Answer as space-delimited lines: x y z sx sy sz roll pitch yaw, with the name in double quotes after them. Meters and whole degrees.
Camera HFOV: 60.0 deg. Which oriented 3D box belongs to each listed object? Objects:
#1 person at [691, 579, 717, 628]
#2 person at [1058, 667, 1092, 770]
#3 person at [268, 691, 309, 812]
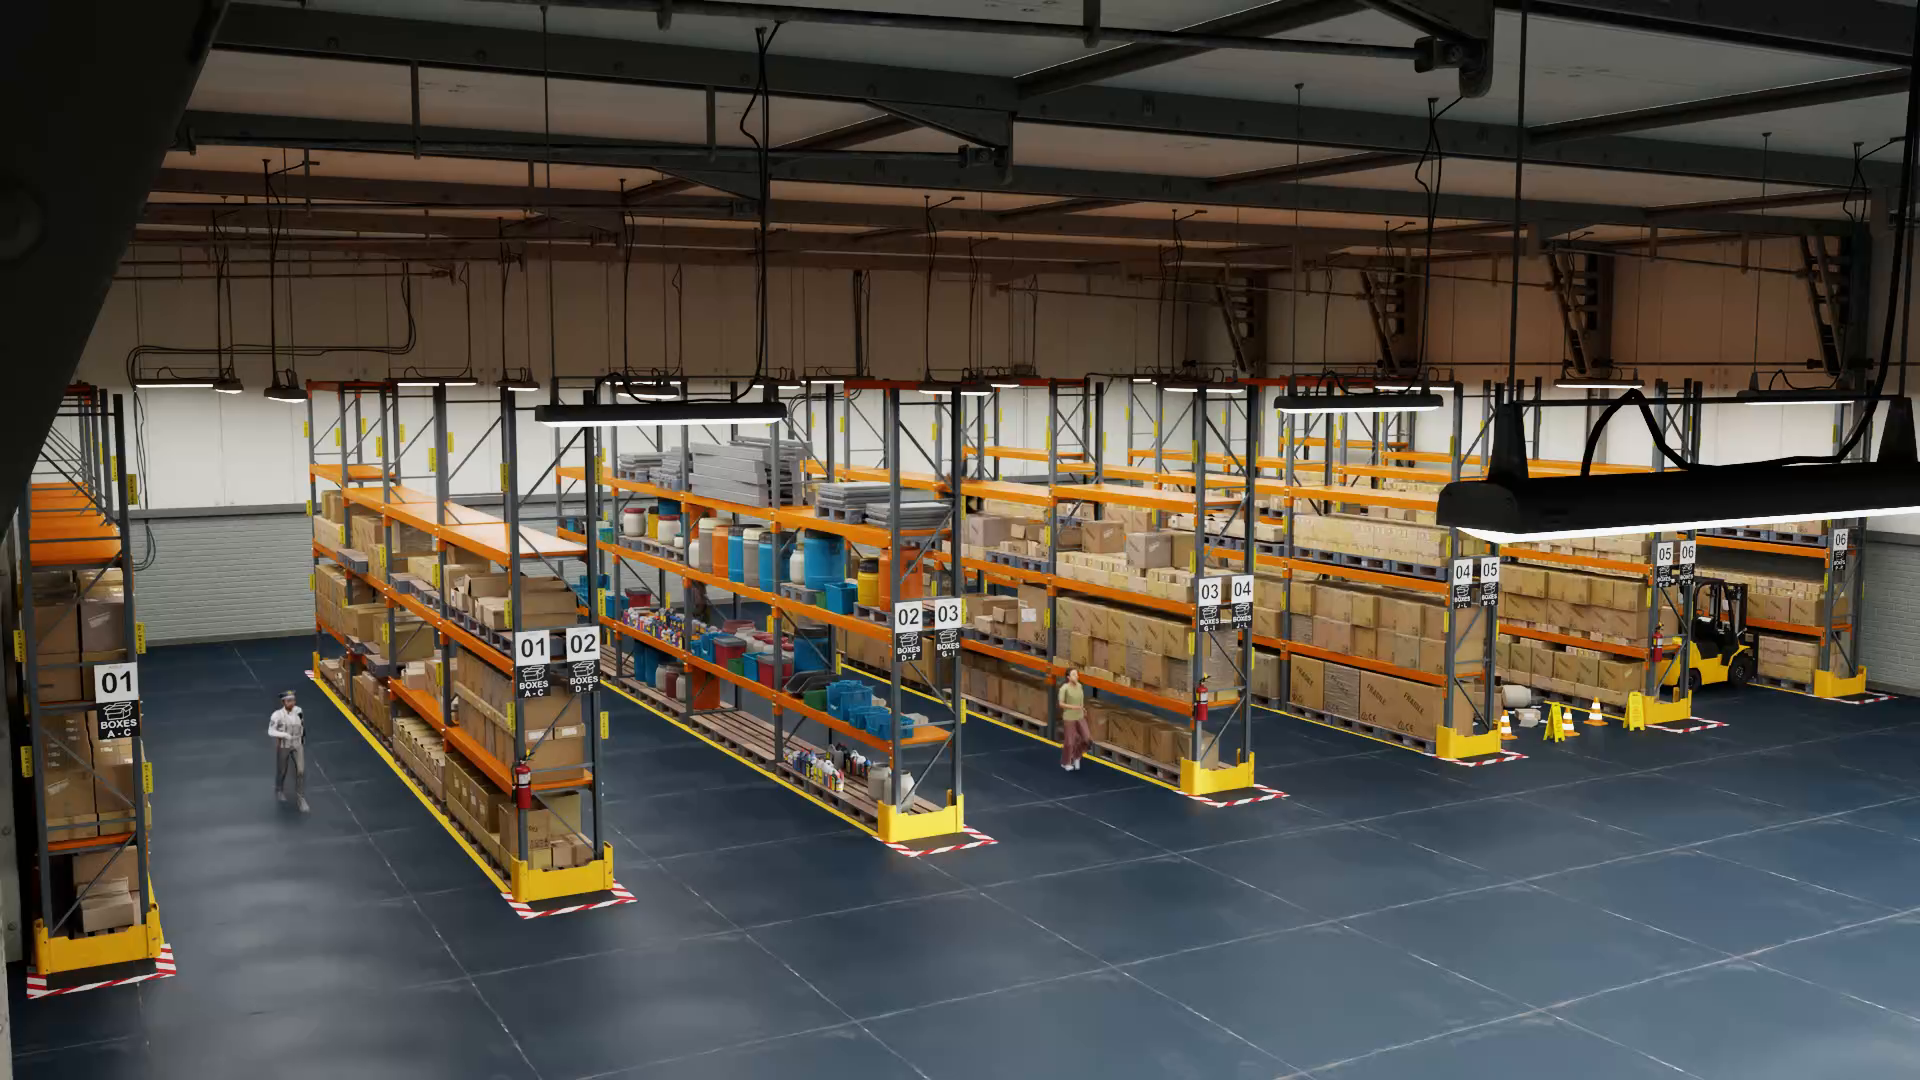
-6.164 1.274 39.144 0.965 1.761 0.718 -2 6 -18 "person"
1.769 2.770 25.704 0.556 1.635 0.616 -3 7 -29 "person"
-9.581 2.968 23.708 0.562 1.719 0.857 -5 8 -37 "person"
